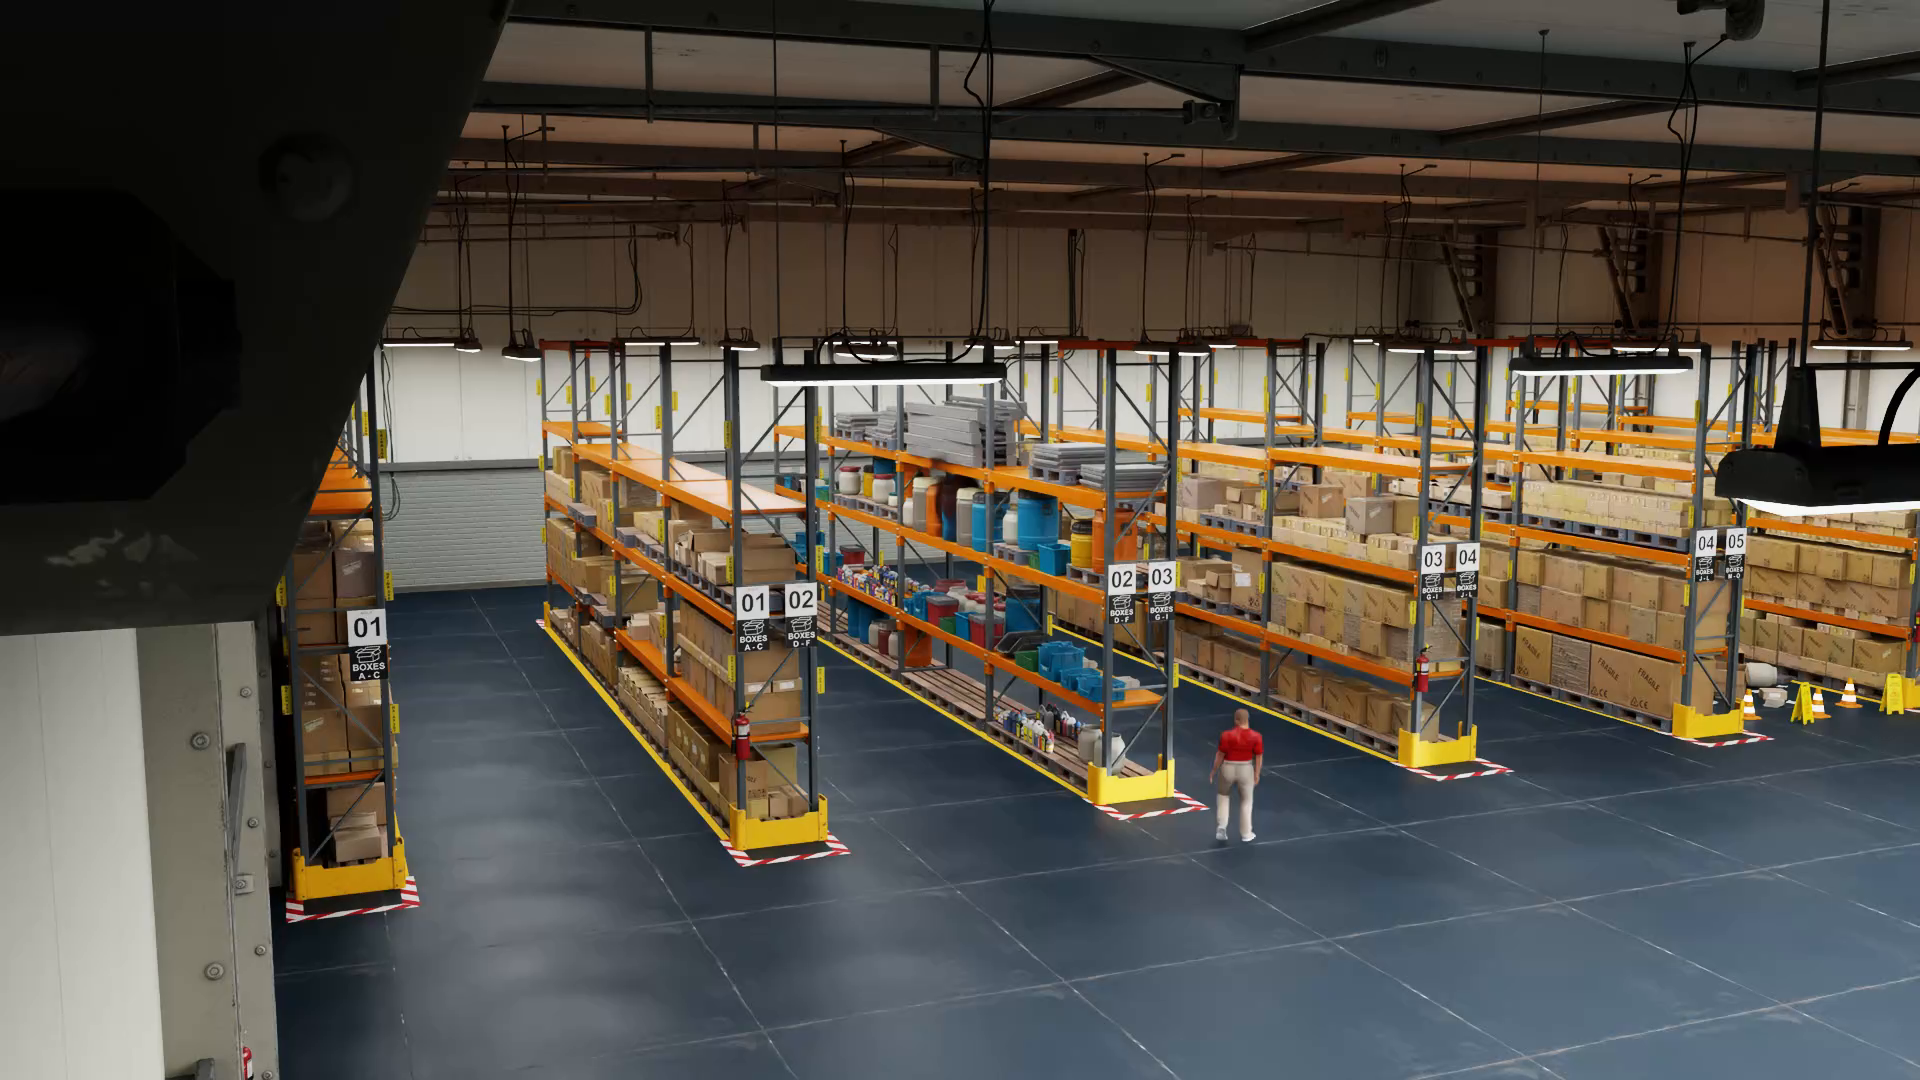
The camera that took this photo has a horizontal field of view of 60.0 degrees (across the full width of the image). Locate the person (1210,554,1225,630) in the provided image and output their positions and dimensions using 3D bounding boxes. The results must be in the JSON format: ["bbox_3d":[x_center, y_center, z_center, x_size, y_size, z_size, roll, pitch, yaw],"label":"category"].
[{"bbox_3d":[5.167,1.125,33.613,0.353,1.695,0.480,-4,8,-28],"label":"person"}]

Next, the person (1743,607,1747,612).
[{"bbox_3d":[15.552,1.155,32.920,0.481,1.786,0.601,3,8,19],"label":"person"}]

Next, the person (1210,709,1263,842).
[{"bbox_3d":[3.386,2.861,20.345,0.636,1.705,0.566,2,8,15],"label":"person"}]
